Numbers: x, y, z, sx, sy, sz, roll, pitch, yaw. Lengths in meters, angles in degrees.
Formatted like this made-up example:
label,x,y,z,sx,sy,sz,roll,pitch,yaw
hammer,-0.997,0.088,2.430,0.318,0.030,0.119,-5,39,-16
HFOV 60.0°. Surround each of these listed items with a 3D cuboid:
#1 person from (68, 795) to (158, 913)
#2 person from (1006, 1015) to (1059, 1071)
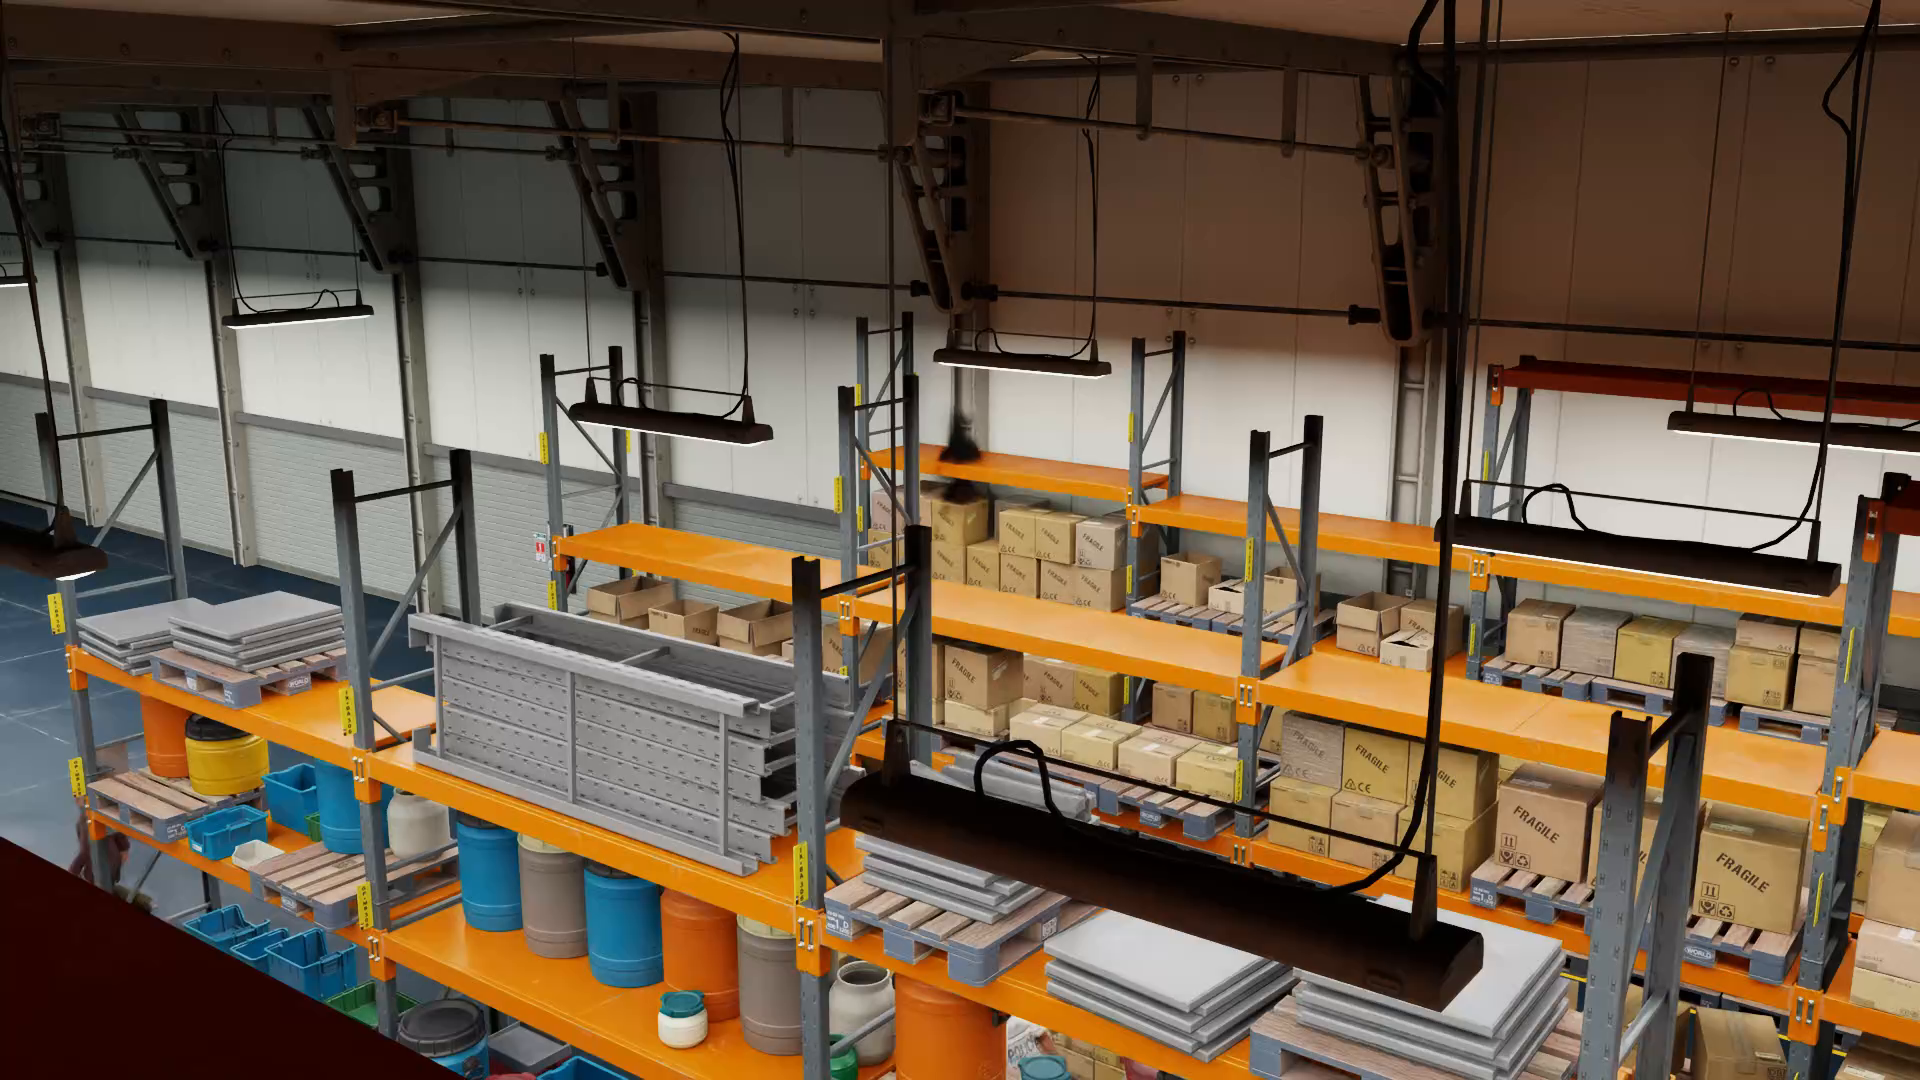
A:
label,x,y,z,sx,sy,sz,roll,pitch,yaw
person,-8.751,3.314,17.103,0.734,1.745,0.739,-3,13,-11
person,0.429,4.270,13.098,0.658,1.698,0.685,11,17,41
